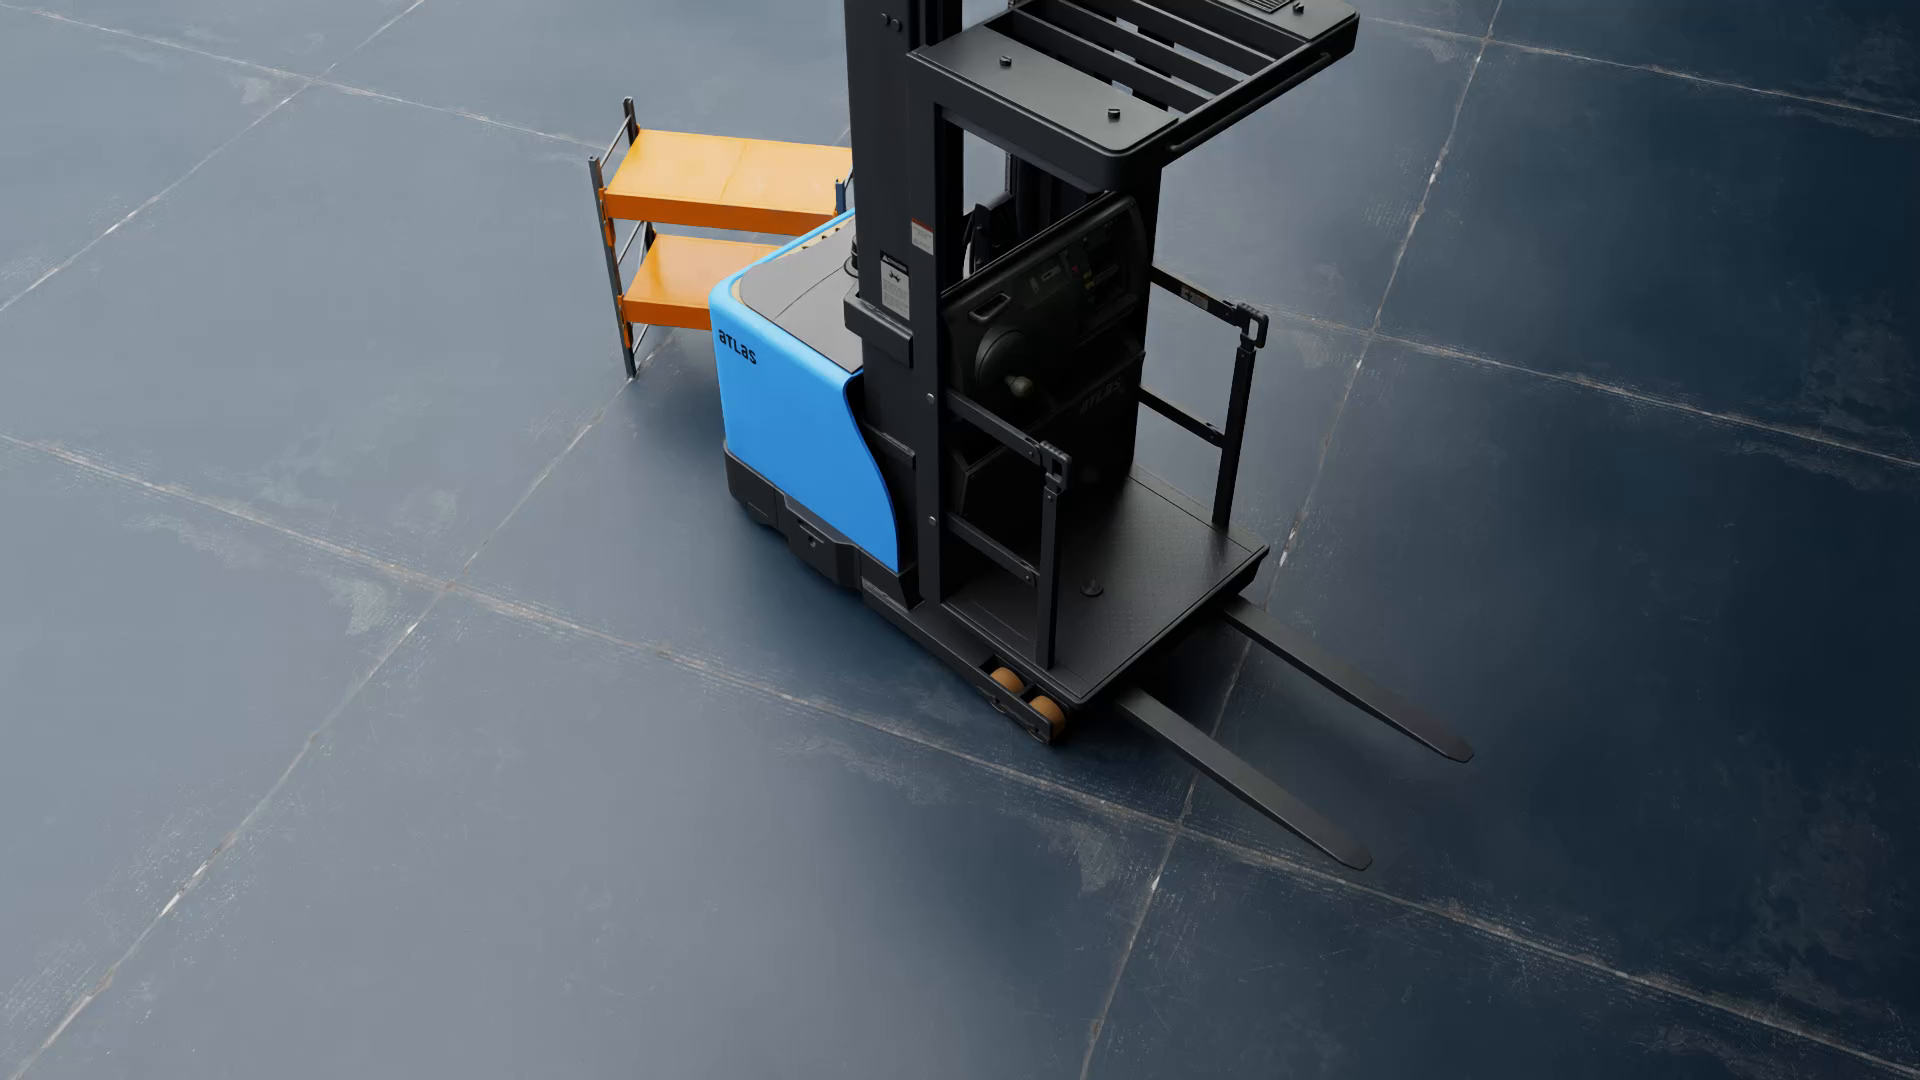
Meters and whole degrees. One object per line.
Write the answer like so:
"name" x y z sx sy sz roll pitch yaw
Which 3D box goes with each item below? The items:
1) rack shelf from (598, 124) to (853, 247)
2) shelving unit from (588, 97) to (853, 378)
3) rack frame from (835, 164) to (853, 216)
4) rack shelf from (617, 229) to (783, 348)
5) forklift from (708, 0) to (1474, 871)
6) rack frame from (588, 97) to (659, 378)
"rack shelf" -0.941 -1.451 6.996 1.000 0.278 0.538 7 45 7
"shelving unit" -0.941 -1.243 7.202 1.048 1.125 0.538 7 45 7
"rack frame" -0.439 -1.184 7.142 0.032 1.125 0.500 7 45 7
"rack shelf" -0.941 -1.070 7.375 1.000 0.278 0.538 7 45 7
"forklift" 0.450 -0.728 5.404 3.031 2.935 1.130 35 54 30
"rack frame" -1.442 -1.303 7.262 0.032 1.125 0.500 7 45 7
